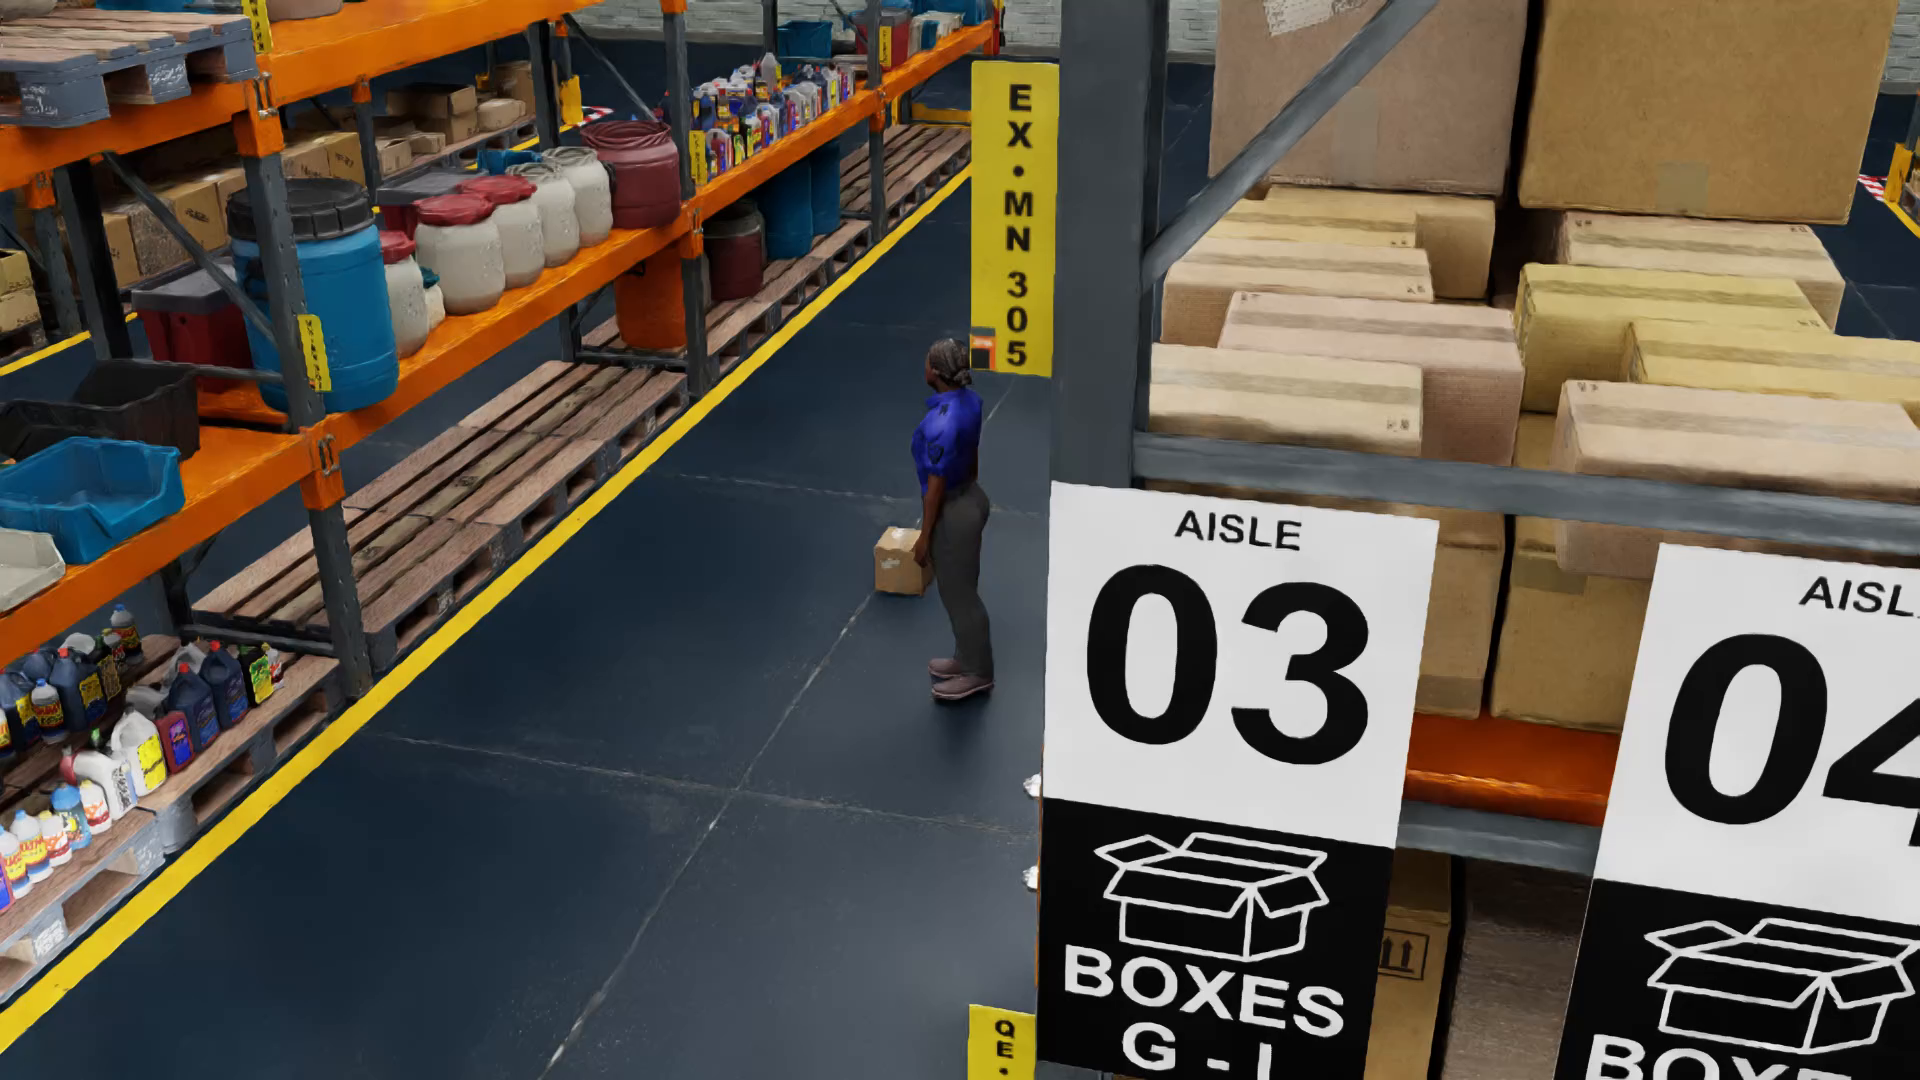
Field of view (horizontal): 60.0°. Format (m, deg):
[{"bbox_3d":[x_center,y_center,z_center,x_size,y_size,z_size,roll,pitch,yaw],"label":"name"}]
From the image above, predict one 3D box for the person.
[{"bbox_3d":[-0.017,-0.086,7.273,0.363,1.668,0.483,6,26,12],"label":"person"}]
